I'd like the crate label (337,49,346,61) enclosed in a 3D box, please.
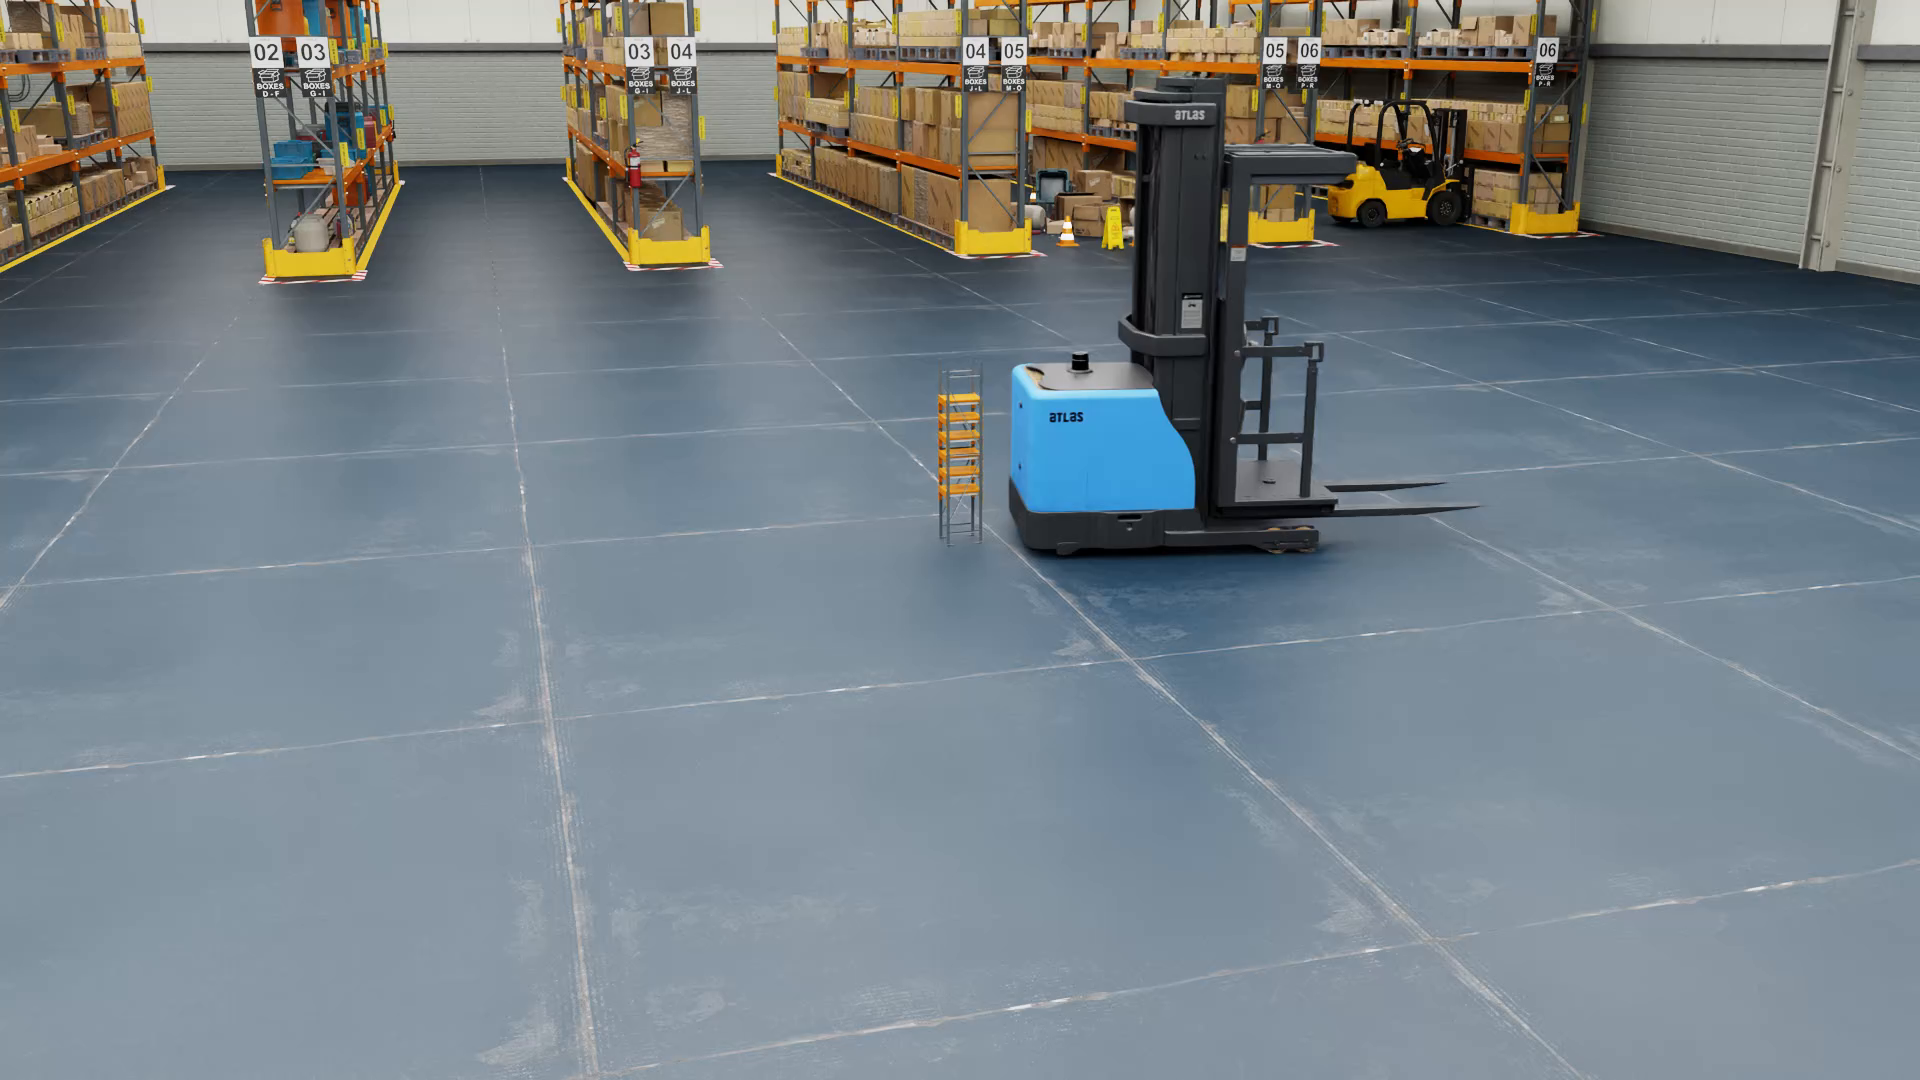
[{"bbox_3d":[-9.249,-7.069,24.316,0.502,0.251,0.408,-5,17,-15],"label":"crate label"}]

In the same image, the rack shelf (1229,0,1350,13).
[{"bbox_3d":[7.261,-11.832,36.644,1.077,0.370,4.000,-5,17,-15],"label":"rack shelf"}]

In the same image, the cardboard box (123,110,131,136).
[{"bbox_3d":[-17.136,-8.440,33.663,0.500,0.500,0.500,-4,17,-14],"label":"cardboard box"}]

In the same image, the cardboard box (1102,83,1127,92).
[{"bbox_3d":[3.139,-9.230,34.555,0.500,0.500,0.500,-5,18,-17],"label":"cardboard box"}]

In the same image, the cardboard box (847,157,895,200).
[{"bbox_3d":[-1.611,-7.077,32.477,1.050,0.750,0.750,-5,17,-16],"label":"cardboard box"}]

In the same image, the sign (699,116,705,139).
[{"bbox_3d":[-3.769,-6.009,24.238,0.100,0.325,0.005,-5,17,-15],"label":"sign"}]

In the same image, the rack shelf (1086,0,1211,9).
[{"bbox_3d":[3.589,-10.332,31.651,1.077,0.370,4.000,-5,17,-15],"label":"rack shelf"}]

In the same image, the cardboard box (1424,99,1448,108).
[{"bbox_3d":[8.888,-8.160,31.086,0.380,0.149,0.250,-4,17,-14],"label":"cardboard box"}]

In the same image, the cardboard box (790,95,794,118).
[{"bbox_3d":[-3.593,-9.963,38.214,0.500,0.500,0.500,-5,17,-17],"label":"cardboard box"}]

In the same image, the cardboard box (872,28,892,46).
[{"bbox_3d":[-1.286,-9.132,30.178,0.500,0.311,0.500,-5,18,-17],"label":"cardboard box"}]

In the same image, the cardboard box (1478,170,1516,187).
[{"bbox_3d":[9.437,-6.335,29.139,0.500,0.250,0.500,-4,17,-14],"label":"cardboard box"}]

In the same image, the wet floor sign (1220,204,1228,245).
[{"bbox_3d":[4.262,-5.070,26.710,0.267,0.644,0.232,1,17,4],"label":"wet floor sign"}]

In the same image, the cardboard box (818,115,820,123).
[{"bbox_3d":[-2.761,-8.810,34.773,0.380,0.149,0.250,-5,17,-16],"label":"cardboard box"}]

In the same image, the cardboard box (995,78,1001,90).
[{"bbox_3d":[1.135,-10.710,39.481,0.500,0.500,0.500,-5,17,-15],"label":"cardboard box"}]

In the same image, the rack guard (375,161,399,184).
[{"bbox_3d":[-13.469,-8.394,38.028,1.175,0.500,0.348,-5,17,-15],"label":"rack guard"}]

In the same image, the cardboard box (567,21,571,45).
[{"bbox_3d":[-8.454,-11.406,37.418,0.700,0.500,0.500,-5,18,-17],"label":"cardboard box"}]

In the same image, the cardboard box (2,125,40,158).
[{"bbox_3d":[-15.538,-6.567,27.427,0.500,0.500,0.500,-6,18,-18],"label":"cardboard box"}]

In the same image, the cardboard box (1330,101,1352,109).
[{"bbox_3d":[7.869,-8.974,34.313,0.380,0.149,0.250,-4,17,-15],"label":"cardboard box"}]

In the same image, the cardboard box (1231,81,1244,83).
[{"bbox_3d":[6.558,-10.910,40.500,0.500,0.500,0.500,-5,17,-17],"label":"cardboard box"}]

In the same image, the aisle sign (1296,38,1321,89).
[{"bbox_3d":[5.553,-7.587,26.478,0.394,0.787,0.004,-5,17,-15],"label":"aisle sign"}]

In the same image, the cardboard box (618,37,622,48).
[{"bbox_3d":[-4.806,-7.308,24.419,0.380,0.149,0.250,-5,18,-18],"label":"cardboard box"}]

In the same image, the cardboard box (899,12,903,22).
[{"bbox_3d":[-0.820,-8.842,28.106,0.380,0.149,0.250,-5,17,-15],"label":"cardboard box"}]

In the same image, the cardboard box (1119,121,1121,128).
[{"bbox_3d":[3.339,-8.151,32.579,0.380,0.149,0.250,-4,17,-13],"label":"cardboard box"}]

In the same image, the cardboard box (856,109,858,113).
[{"bbox_3d":[-1.922,-8.789,34.185,0.380,0.149,0.250,-5,17,-15],"label":"cardboard box"}]

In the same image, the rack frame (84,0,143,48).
[{"bbox_3d":[-18.213,-12.068,35.486,1.000,3.000,0.127,-5,17,-15],"label":"rack frame"}]

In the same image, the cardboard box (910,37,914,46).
[{"bbox_3d":[-0.611,-8.250,27.521,0.380,0.149,0.250,-5,17,-16],"label":"cardboard box"}]

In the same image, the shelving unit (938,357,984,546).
[{"bbox_3d":[0.004,-0.571,10.766,0.258,1.200,0.189,-5,17,-15],"label":"shelving unit"}]

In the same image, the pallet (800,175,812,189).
[{"bbox_3d":[-3.010,-8.082,37.492,1.003,0.211,1.213,-5,17,-15],"label":"pallet"}]

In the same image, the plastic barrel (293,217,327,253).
[{"bbox_3d":[-9.307,-4.345,23.799,0.421,0.512,0.421,0,17,0],"label":"plastic barrel"}]

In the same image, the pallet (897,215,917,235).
[{"bbox_3d":[-0.459,-5.470,28.795,1.003,0.211,1.213,-5,17,-15],"label":"pallet"}]

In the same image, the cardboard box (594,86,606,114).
[{"bbox_3d":[-6.674,-8.496,32.105,0.797,0.503,0.637,-4,17,-13],"label":"cardboard box"}]

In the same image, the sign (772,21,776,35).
[{"bbox_3d":[-4.412,-12.154,39.465,0.100,0.325,0.005,-5,17,-15],"label":"sign"}]

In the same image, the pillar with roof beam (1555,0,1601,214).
[{"bbox_3d":[6.546,-9.525,27.020,9.100,9.000,0.400,-5,17,-15],"label":"pillar with roof beam"}]

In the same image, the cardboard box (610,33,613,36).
[{"bbox_3d":[-5.744,-8.483,28.269,0.396,0.266,0.258,-4,17,-13],"label":"cardboard box"}]

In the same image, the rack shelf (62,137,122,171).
[{"bbox_3d":[-16.564,-7.191,30.927,1.077,0.370,4.000,-5,17,-15],"label":"rack shelf"}]

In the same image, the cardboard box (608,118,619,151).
[{"bbox_3d":[-5.222,-6.578,26.945,0.875,0.500,0.500,-5,17,-15],"label":"cardboard box"}]

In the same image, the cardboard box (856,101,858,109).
[{"bbox_3d":[-1.921,-8.928,34.132,0.380,0.149,0.250,-4,17,-13],"label":"cardboard box"}]

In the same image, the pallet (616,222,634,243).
[{"bbox_3d":[-5.171,-5.139,27.695,1.003,0.211,1.213,-5,17,-15],"label":"pallet"}]

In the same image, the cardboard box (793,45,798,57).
[{"bbox_3d":[-3.452,-10.994,37.383,0.500,0.250,0.500,-5,17,-16],"label":"cardboard box"}]

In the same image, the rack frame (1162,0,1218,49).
[{"bbox_3d":[4.139,-10.315,29.648,1.000,3.000,0.127,-5,17,-15],"label":"rack frame"}]

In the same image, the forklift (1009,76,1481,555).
[{"bbox_3d":[1.885,-1.466,10.737,3.031,2.935,1.130,-2,17,-6],"label":"forklift"}]

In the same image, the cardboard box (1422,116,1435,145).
[{"bbox_3d":[8.940,-7.597,30.854,0.500,0.500,0.500,-4,17,-14],"label":"cardboard box"}]

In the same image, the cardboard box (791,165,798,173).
[{"bbox_3d":[-3.718,-8.655,38.776,0.380,0.149,0.250,-6,18,-18],"label":"cardboard box"}]

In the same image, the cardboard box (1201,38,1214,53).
[{"bbox_3d":[4.413,-8.384,28.180,0.500,0.250,0.500,-5,17,-15],"label":"cardboard box"}]

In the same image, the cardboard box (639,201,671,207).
[{"bbox_3d":[-4.797,-5.067,26.221,0.500,0.500,0.500,-3,17,-10],"label":"cardboard box"}]

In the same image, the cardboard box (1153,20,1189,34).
[{"bbox_3d":[3.857,-9.397,30.469,0.500,0.250,0.500,-4,17,-14],"label":"cardboard box"}]

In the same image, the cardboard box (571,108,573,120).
[{"bbox_3d":[-8.383,-9.467,36.999,0.500,0.250,0.500,-5,17,-16],"label":"cardboard box"}]

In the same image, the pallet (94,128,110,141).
[{"bbox_3d":[-16.999,-7.767,31.929,1.003,0.211,1.213,-5,17,-15],"label":"pallet"}]

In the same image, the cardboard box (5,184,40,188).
[{"bbox_3d":[-16.153,-5.967,28.677,0.500,0.311,0.500,-4,17,-13],"label":"cardboard box"}]

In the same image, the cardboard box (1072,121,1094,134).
[{"bbox_3d":[2.651,-8.595,34.613,0.500,0.250,0.500,-5,18,-17],"label":"cardboard box"}]

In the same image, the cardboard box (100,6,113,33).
[{"bbox_3d":[-17.285,-10.333,33.011,0.700,0.500,0.500,-5,17,-15],"label":"cardboard box"}]

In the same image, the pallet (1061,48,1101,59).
[{"bbox_3d":[2.812,-10.068,34.369,1.213,0.211,1.003,-4,17,-13],"label":"pallet"}]

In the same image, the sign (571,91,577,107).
[{"bbox_3d":[-8.121,-9.279,34.986,0.100,0.325,0.005,-5,17,-15],"label":"sign"}]

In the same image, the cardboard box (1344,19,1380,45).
[{"bbox_3d":[8.056,-10.174,33.315,0.500,0.500,0.500,-4,17,-14],"label":"cardboard box"}]
